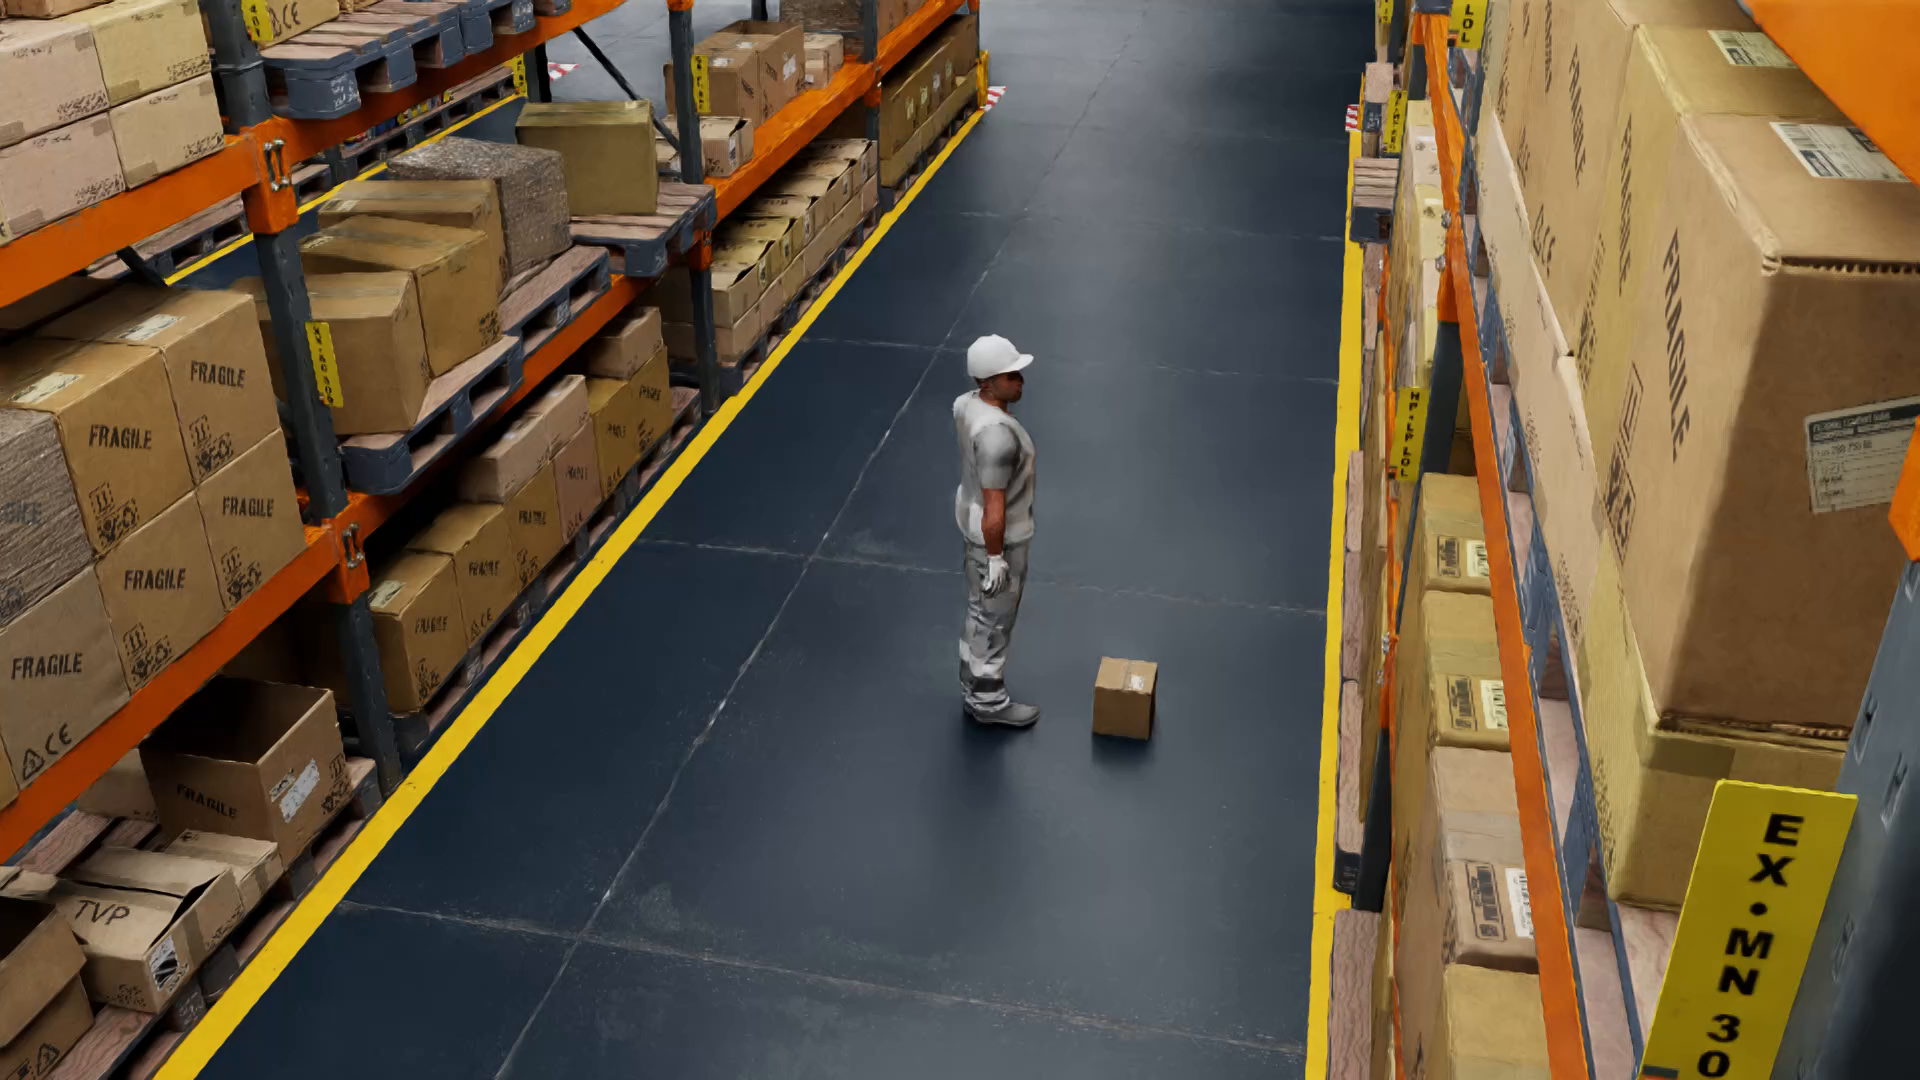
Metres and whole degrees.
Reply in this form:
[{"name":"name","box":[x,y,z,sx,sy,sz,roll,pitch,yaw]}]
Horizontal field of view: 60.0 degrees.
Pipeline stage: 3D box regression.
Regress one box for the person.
[{"name":"person","box":[0.150,-0.055,7.158,0.335,1.793,0.711,-7,29,-13]}]
